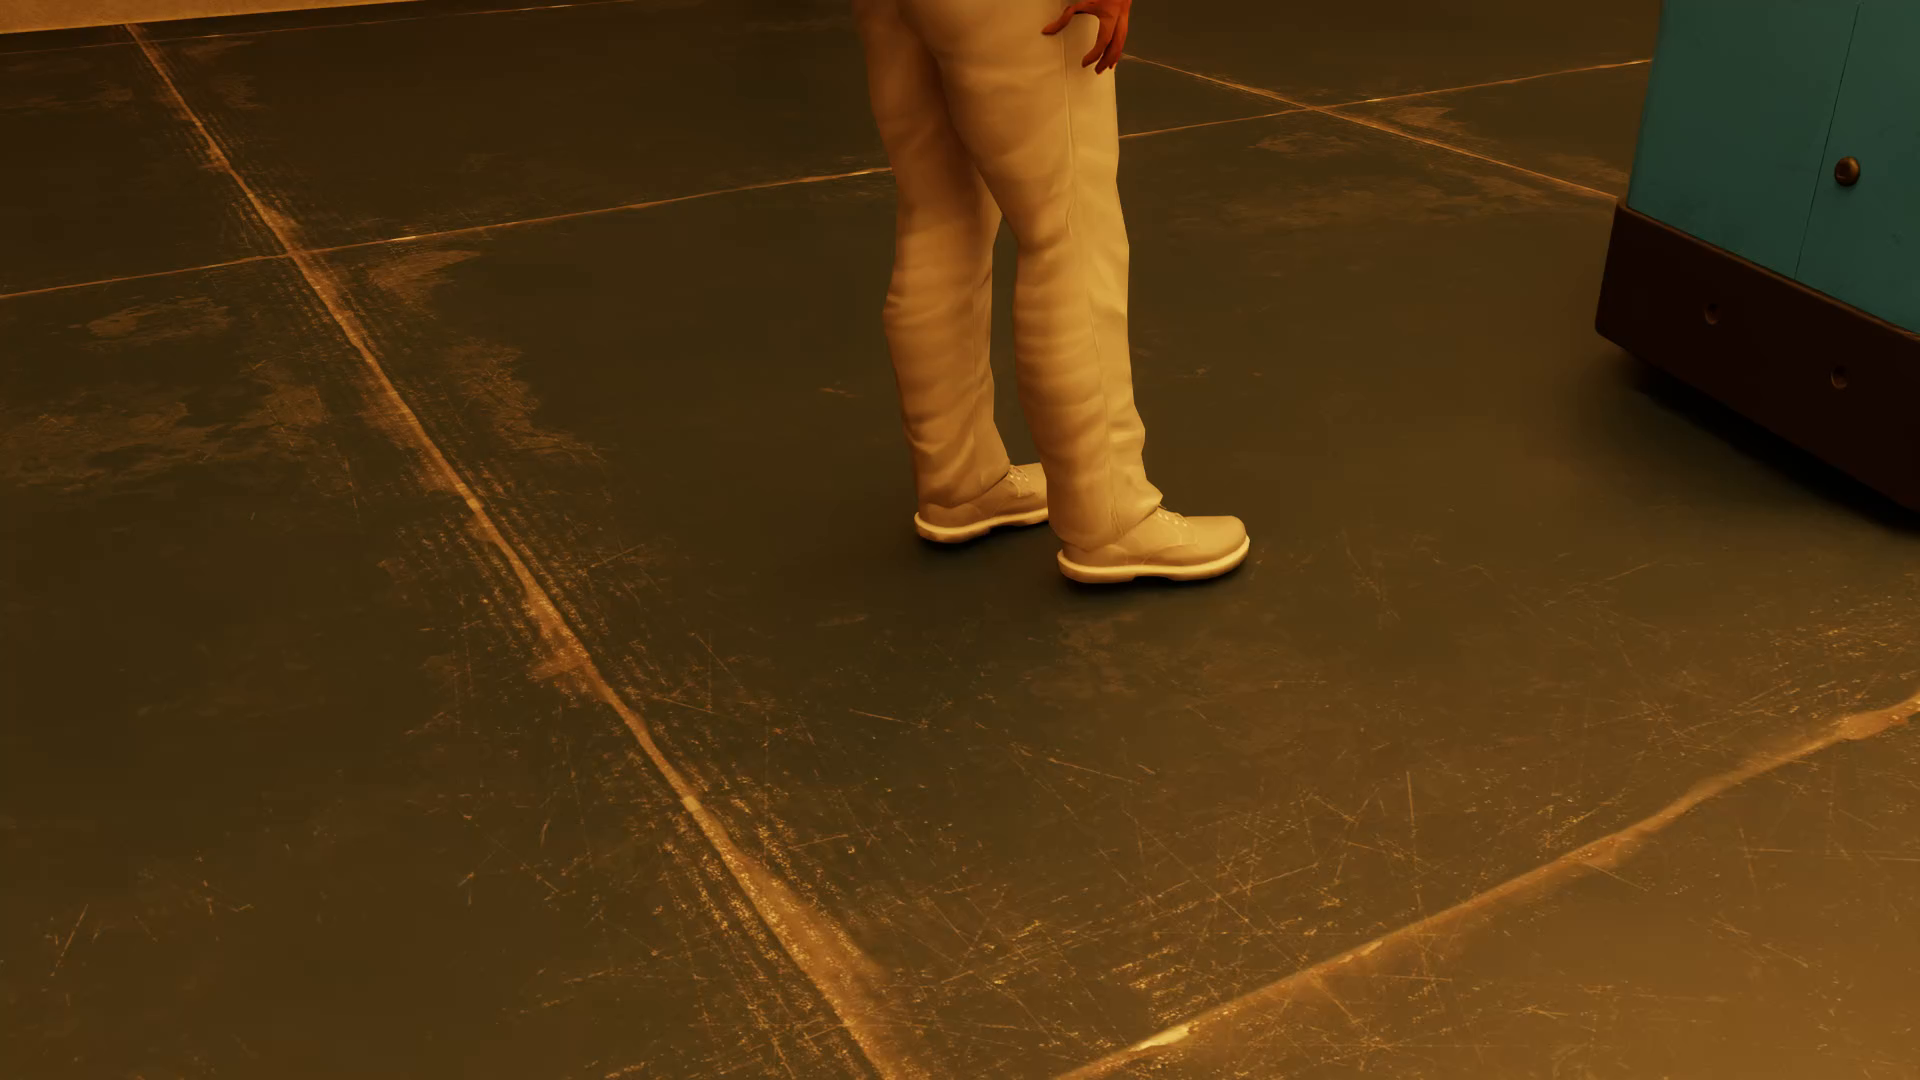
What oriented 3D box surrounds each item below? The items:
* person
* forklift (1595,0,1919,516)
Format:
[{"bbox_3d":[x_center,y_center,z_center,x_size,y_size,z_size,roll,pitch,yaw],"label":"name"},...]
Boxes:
[{"bbox_3d":[0.075,-0.771,2.132,0.528,1.694,0.570,-15,30,-26],"label":"person"},{"bbox_3d":[2.764,-1.608,2.430,3.031,2.935,1.130,-7,28,-13],"label":"forklift"}]
